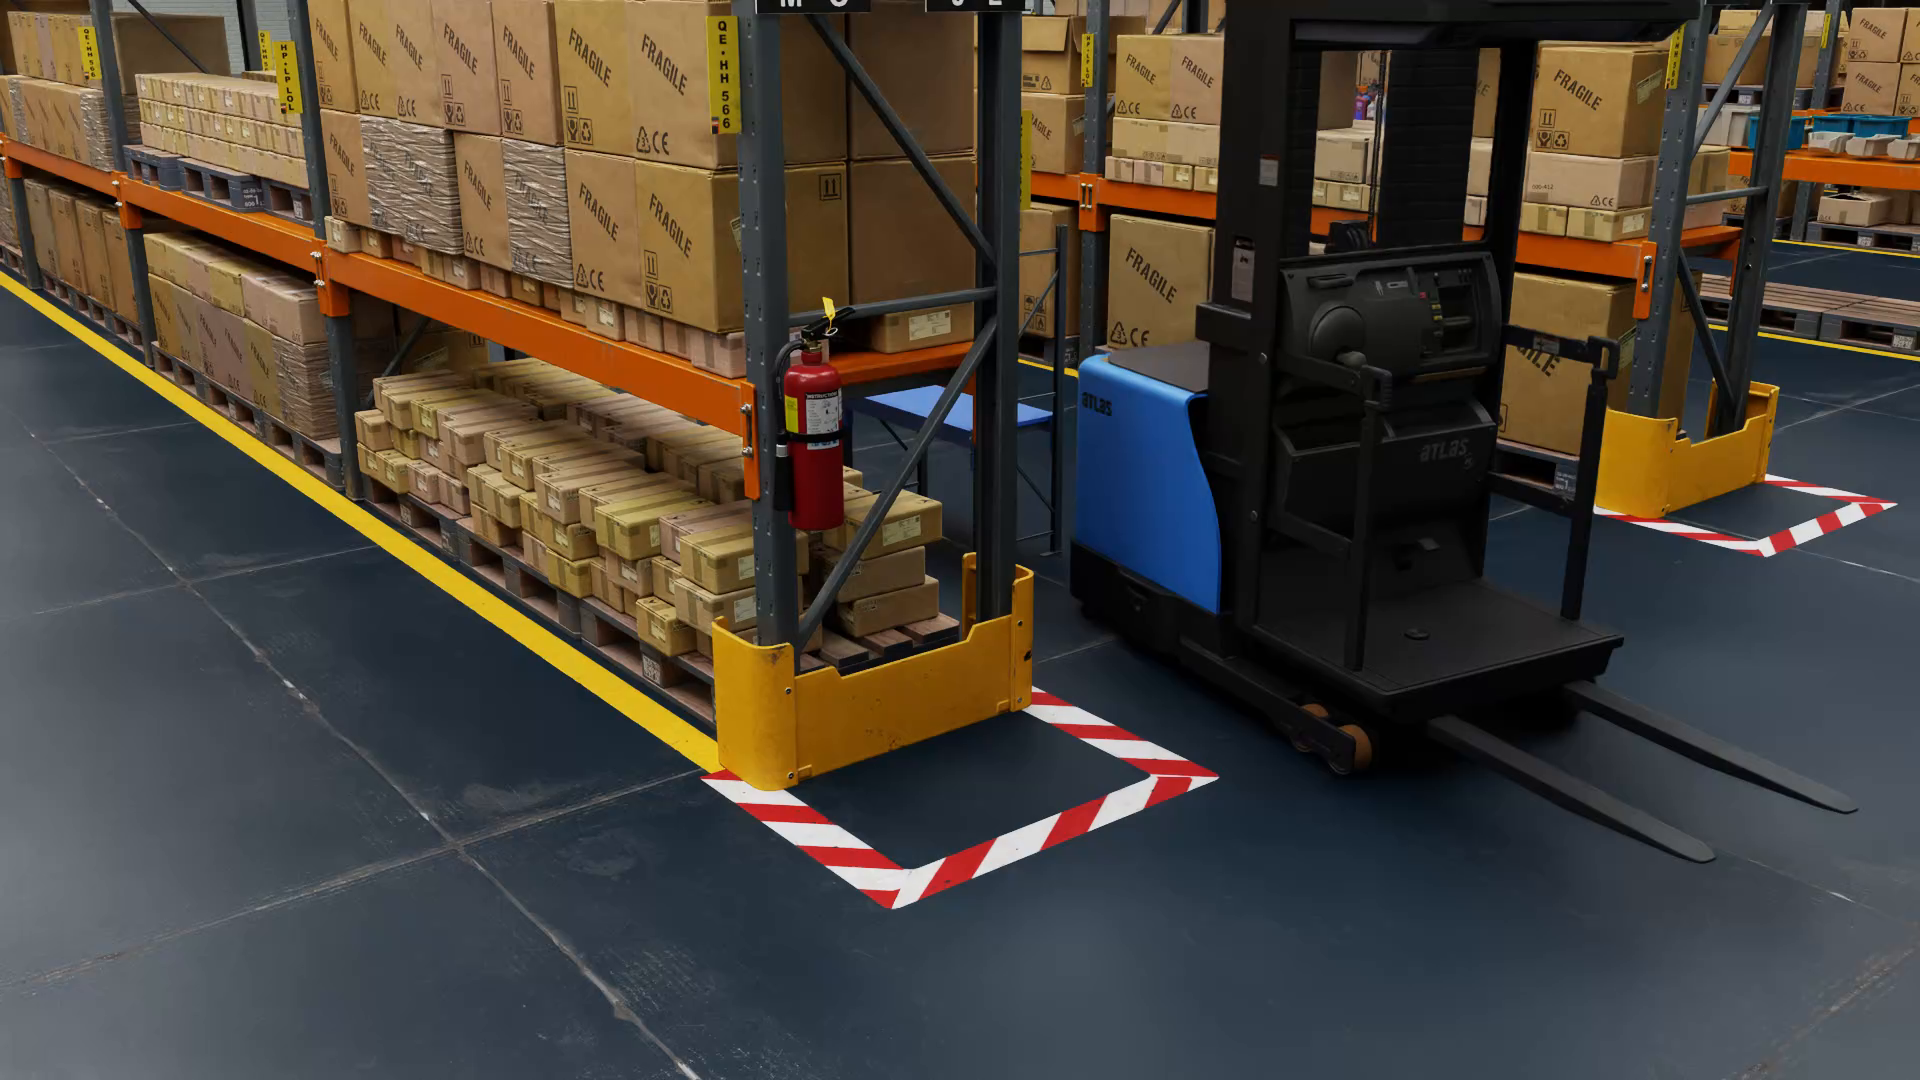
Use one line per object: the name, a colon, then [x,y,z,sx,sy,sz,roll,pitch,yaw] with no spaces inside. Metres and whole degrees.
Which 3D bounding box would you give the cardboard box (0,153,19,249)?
cardboard box: [-8.578,-3.275,15.692,0.875,0.875,0.875,-14,23,-36]

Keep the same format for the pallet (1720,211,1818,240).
pallet: [8.471,-3.467,17.999,1.003,0.211,1.213,-14,23,-36]

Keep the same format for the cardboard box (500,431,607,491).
cardboard box: [-1.711,-0.336,7.025,0.380,0.149,0.250,-14,23,-36]

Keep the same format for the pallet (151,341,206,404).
pallet: [-4.713,-1.192,11.125,1.003,0.211,1.213,-14,23,-36]

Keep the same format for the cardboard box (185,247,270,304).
cardboard box: [-4.346,-1.610,10.070,0.500,0.250,0.500,-14,23,-36]

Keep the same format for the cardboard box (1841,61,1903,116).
cardboard box: [9.109,-4.467,16.422,0.500,0.500,0.500,-13,22,-35]

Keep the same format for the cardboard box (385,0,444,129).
cardboard box: [-2.001,-1.972,6.824,0.500,0.500,0.500,-14,23,-35]

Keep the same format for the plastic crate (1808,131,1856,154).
plastic crate: [6.397,-2.923,12.242,0.298,0.136,0.250,-14,23,-36]

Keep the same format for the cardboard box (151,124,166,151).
cardboard box: [-4.911,-2.573,10.591,0.380,0.149,0.250,-13,22,-33]

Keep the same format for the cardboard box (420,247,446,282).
cardboard box: [-2.099,-1.222,7.181,0.380,0.149,0.250,-13,23,-35]

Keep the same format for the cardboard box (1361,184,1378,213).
cardboard box: [2.445,-1.900,9.227,0.380,0.149,0.250,-14,23,-36]

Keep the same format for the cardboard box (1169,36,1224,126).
cardboard box: [1.634,-2.801,10.122,0.500,0.500,0.500,-14,23,-36]

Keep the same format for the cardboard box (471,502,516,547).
cardboard box: [-1.901,-0.104,7.273,0.380,0.149,0.250,-15,23,-38]

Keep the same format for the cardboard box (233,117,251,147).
cardboard box: [-3.765,-2.261,9.176,0.380,0.149,0.250,-15,24,-39]

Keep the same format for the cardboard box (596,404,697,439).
cardboard box: [-1.421,-0.507,7.543,0.380,0.149,0.250,-15,24,-38]

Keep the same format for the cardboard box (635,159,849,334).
cardboard box: [-0.710,-0.986,5.436,0.500,0.500,0.500,-13,23,-35]

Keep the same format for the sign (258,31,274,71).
sign: [-4.777,-3.329,11.427,0.100,0.325,0.005,-14,23,-36]

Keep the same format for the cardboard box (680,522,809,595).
cardboard box: [-0.757,0.054,5.849,0.380,0.149,0.250,-14,23,-35]

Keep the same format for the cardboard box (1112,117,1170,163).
cardboard box: [1.324,-2.569,10.614,0.500,0.250,0.500,-14,23,-37]

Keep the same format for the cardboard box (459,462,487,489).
cardboard box: [-2.014,-0.321,7.453,0.380,0.149,0.250,-13,22,-34]

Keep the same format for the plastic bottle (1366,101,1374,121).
plastic bottle: [3.761,-3.900,15.185,0.097,0.201,0.097,0,18,0]

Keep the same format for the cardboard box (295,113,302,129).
cardboard box: [-3.115,-2.146,8.356,0.380,0.149,0.250,-13,22,-34]

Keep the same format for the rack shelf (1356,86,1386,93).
rack shelf: [5.280,-5.735,21.555,1.077,0.370,4.000,-14,23,-36]

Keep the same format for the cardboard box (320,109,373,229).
cardboard box: [-2.603,-1.740,7.713,0.500,0.500,0.500,-14,23,-37]

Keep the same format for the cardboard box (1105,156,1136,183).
cardboard box: [1.161,-2.409,10.764,0.380,0.149,0.250,-14,23,-36]

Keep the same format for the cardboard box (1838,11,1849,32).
cardboard box: [11.452,-6.564,21.058,0.500,0.250,0.500,-15,23,-37]

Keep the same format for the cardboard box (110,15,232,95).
cardboard box: [-5.467,-3.343,11.437,0.700,0.500,0.500,-14,23,-36]

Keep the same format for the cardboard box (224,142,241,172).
cardboard box: [-3.926,-2.182,9.413,0.380,0.149,0.250,-13,22,-34]

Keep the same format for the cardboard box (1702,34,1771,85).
cardboard box: [8.410,-5.163,17.854,0.700,0.500,0.500,-10,21,-28]

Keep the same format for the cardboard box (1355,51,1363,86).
cardboard box: [5.141,-6.171,21.569,0.500,0.500,0.500,-14,23,-36]

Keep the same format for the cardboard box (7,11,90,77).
cardboard box: [-7.367,-4.095,13.707,0.700,0.500,0.500,-14,23,-37]

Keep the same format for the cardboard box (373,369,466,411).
cardboard box: [-2.661,-0.726,8.203,0.380,0.149,0.250,-13,22,-34]

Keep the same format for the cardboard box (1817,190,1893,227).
cardboard box: [9.097,-3.385,16.891,0.500,0.311,0.500,-14,23,-36]

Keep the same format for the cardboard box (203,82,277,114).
cardboard box: [-4.092,-2.533,9.526,0.380,0.149,0.250,-14,23,-37]

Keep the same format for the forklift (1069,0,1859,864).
forklift: [1.596,-0.774,5.536,1.130,2.935,3.031,-10,21,-27]

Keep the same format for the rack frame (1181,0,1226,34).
rack frame: [2.637,-4.618,17.037,1.000,3.000,0.127,-14,23,-36]

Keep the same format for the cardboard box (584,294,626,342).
cardboard box: [-1.123,-0.829,5.993,0.380,0.149,0.250,-13,22,-35]

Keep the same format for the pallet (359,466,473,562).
pallet: [-2.268,-0.240,8.252,1.003,0.211,1.213,-14,23,-36]

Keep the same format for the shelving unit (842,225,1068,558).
shelving unit: [-0.053,-0.733,7.690,0.538,1.500,1.048,-14,23,-36]

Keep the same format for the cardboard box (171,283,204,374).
cardboard box: [-4.642,-1.374,10.548,0.500,0.500,0.500,-14,23,-35]

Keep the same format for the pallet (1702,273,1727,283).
pallet: [5.607,-2.135,13.975,1.003,0.211,1.213,-14,23,-36]

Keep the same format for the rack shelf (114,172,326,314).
rack shelf: [-3.955,-1.874,9.894,1.077,0.370,4.000,-14,23,-36]

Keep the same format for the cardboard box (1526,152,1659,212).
cardboard box: [3.212,-1.818,8.346,0.500,0.250,0.500,-14,23,-37]

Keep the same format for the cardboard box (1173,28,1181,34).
cardboard box: [3.221,-7.140,23.462,0.380,0.149,0.250,-14,23,-36]

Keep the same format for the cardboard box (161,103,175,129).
cardboard box: [-4.716,-2.640,10.321,0.380,0.149,0.250,-15,23,-38]

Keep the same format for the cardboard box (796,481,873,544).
cardboard box: [-0.554,-0.105,6.329,0.380,0.149,0.250,-13,23,-35]

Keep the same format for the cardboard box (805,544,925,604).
cardboard box: [-0.353,0.097,6.193,0.380,0.149,0.250,-13,22,-34]

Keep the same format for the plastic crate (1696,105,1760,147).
plastic crate: [5.924,-3.192,12.825,0.437,0.282,0.530,-14,23,-36]

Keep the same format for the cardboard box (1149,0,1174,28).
cardboard box: [3.133,-7.589,23.786,0.700,0.500,0.500,-14,23,-36]

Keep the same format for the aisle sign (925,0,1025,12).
aisle sign: [0.051,-2.012,5.030,0.394,0.787,0.004,-14,23,-36]

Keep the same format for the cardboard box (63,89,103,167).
cardboard box: [-5.995,-2.937,11.803,0.500,0.500,0.500,-14,23,-36]

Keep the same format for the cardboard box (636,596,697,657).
cardboard box: [-0.959,0.284,6.099,0.380,0.149,0.250,-13,22,-34]

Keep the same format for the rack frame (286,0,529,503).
rack frame: [-2.713,-1.723,8.293,1.000,3.000,0.127,-14,23,-36]

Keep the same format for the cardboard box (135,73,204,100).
cardboard box: [-5.059,-2.918,10.688,0.380,0.149,0.250,-14,23,-36]

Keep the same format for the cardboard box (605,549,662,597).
cardboard box: [-1.105,0.074,6.262,0.380,0.149,0.250,-15,24,-38]
